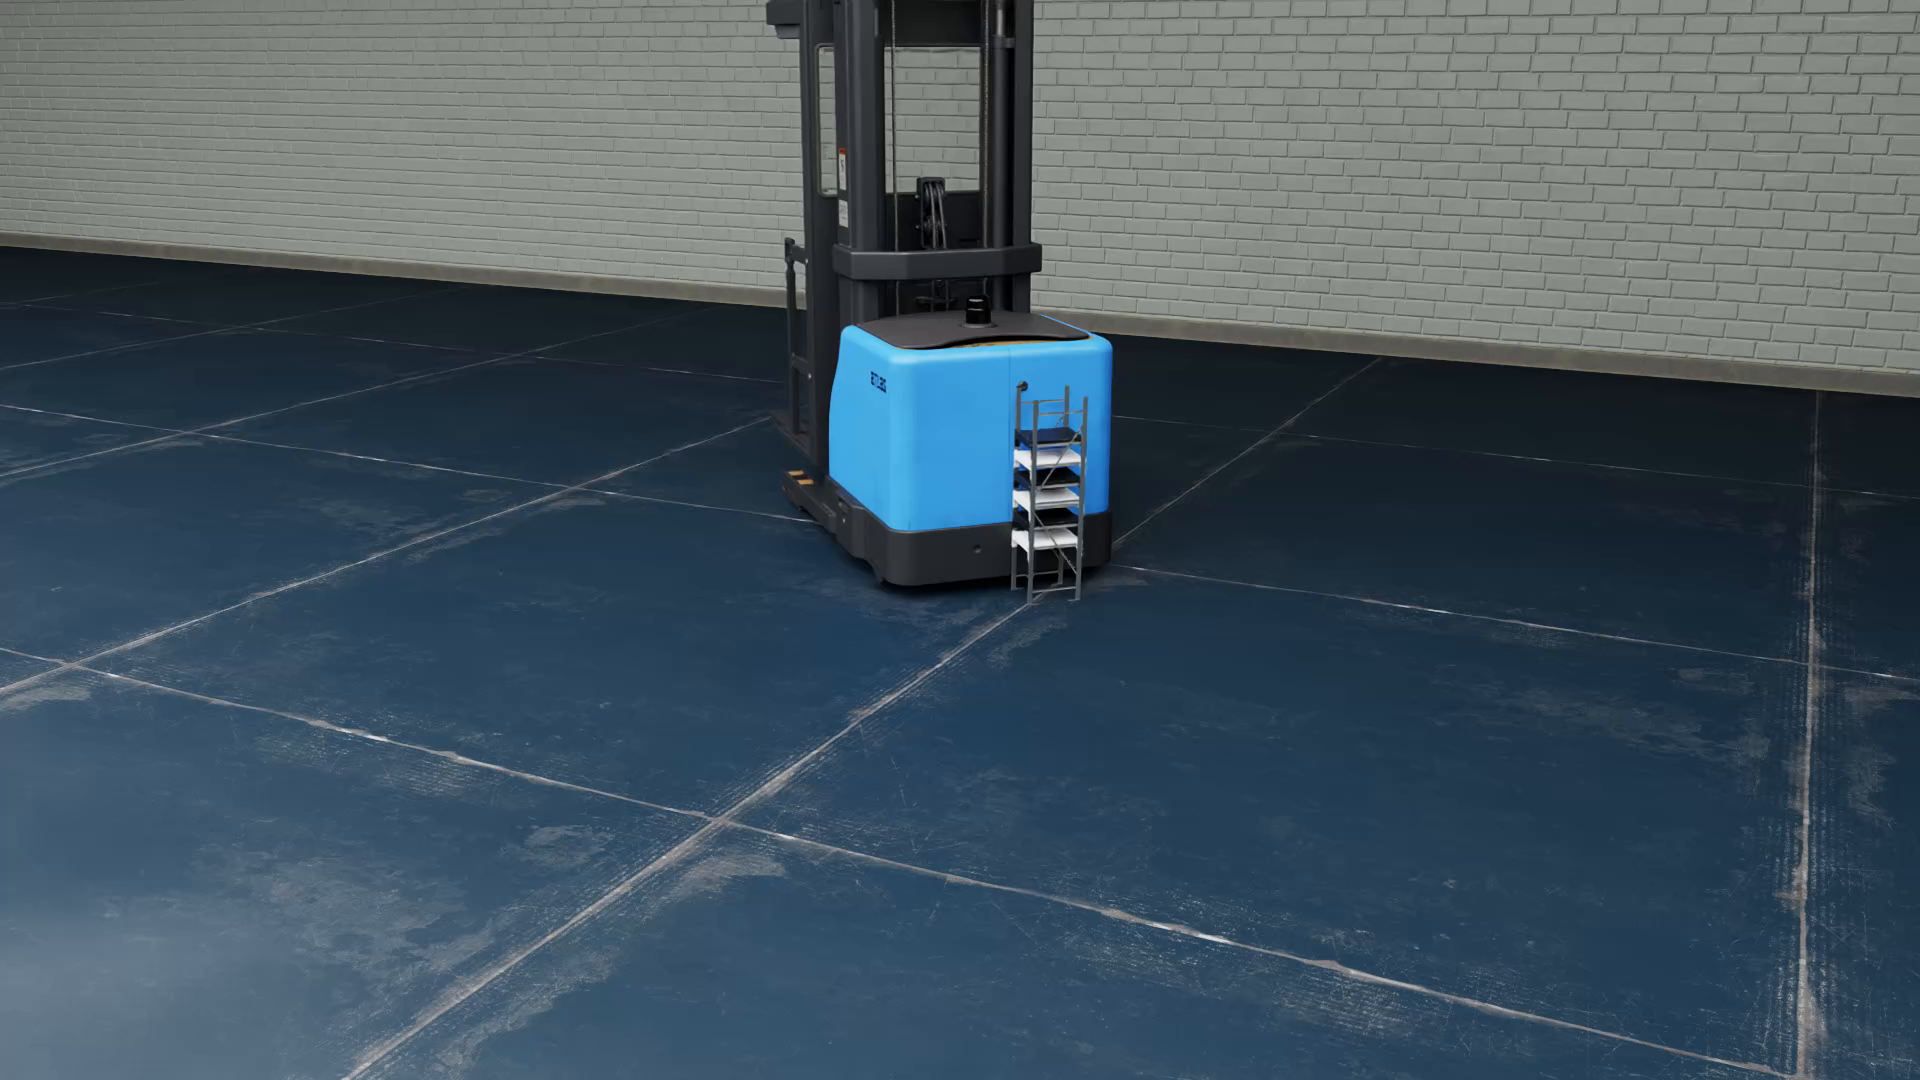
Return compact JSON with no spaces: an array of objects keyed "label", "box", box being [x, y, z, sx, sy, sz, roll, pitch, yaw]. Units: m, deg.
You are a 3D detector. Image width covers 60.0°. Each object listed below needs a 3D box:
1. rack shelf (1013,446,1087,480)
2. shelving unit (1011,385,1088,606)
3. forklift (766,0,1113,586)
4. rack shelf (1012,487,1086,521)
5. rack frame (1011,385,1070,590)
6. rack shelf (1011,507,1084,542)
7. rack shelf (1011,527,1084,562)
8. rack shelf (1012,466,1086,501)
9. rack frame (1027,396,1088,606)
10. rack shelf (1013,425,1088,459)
[{"label":"rack shelf","box":[0.378,-0.326,7.012,0.258,0.077,0.200,-5,20,-18]},{"label":"shelving unit","box":[0.376,-0.188,7.060,0.258,0.900,0.210,-5,20,-18]},{"label":"forklift","box":[-0.298,-1.586,8.218,1.130,2.935,3.031,-6,18,-19]},{"label":"rack shelf","box":[0.375,-0.156,7.071,0.258,0.077,0.200,-5,20,-18]},{"label":"rack frame","box":[0.344,-0.220,7.151,0.240,0.900,0.006,-5,20,-18]},{"label":"rack shelf","box":[0.374,-0.071,7.100,0.258,0.077,0.200,-5,20,-18]},{"label":"rack shelf","box":[0.373,0.014,7.129,0.258,0.077,0.200,-5,20,-18]},{"label":"rack shelf","box":[0.377,-0.241,7.041,0.258,0.077,0.200,-5,20,-18]},{"label":"rack frame","box":[0.408,-0.156,6.969,0.240,0.900,0.006,-5,20,-18]},{"label":"rack shelf","box":[0.379,-0.411,6.983,0.258,0.077,0.200,-5,20,-18]}]
